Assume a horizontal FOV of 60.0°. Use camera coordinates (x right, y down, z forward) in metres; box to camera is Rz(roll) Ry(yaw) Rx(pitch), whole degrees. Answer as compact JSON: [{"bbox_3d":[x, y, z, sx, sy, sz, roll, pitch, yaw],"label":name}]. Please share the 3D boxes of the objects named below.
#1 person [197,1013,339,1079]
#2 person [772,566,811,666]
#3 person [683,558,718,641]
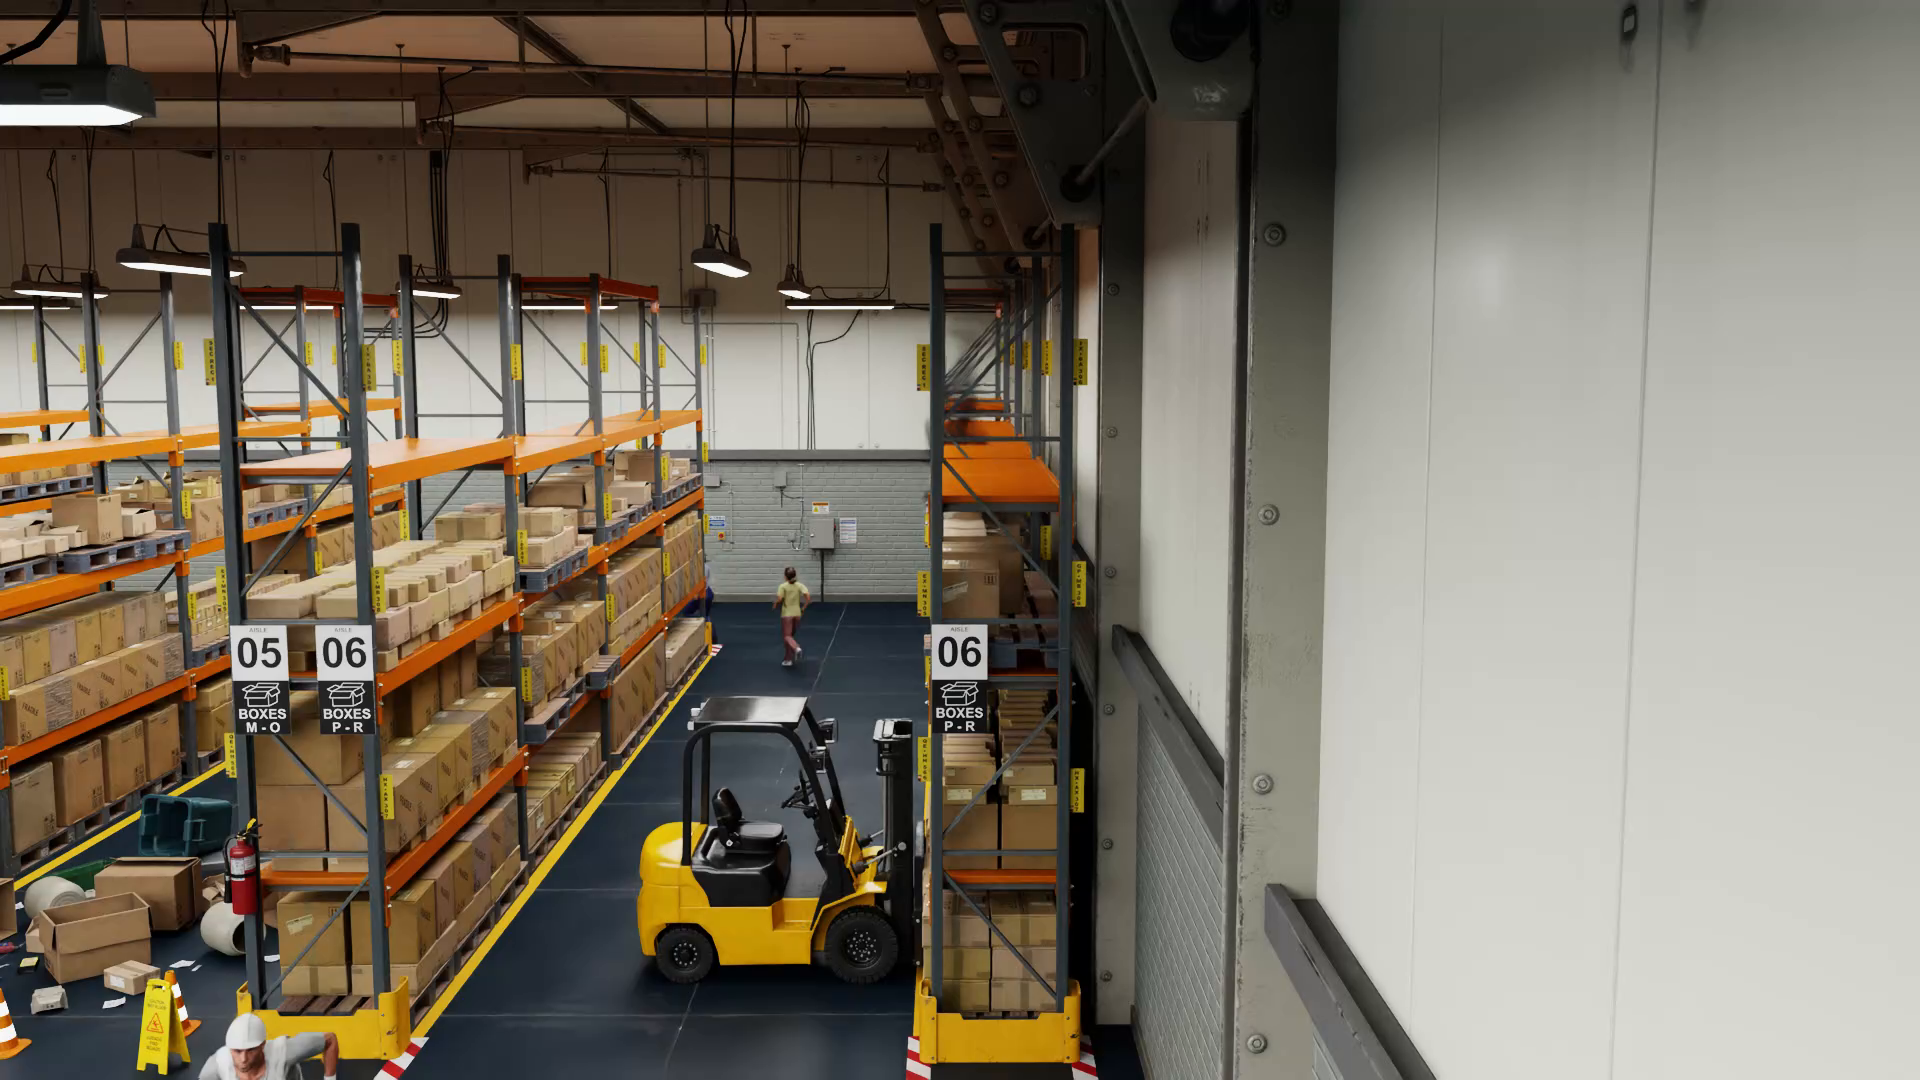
[{"bbox_3d":[-3.773,3.285,9.161,0.707,1.675,1.008,-1,7,-8],"label":"person"},{"bbox_3d":[-2.668,1.255,26.670,0.564,1.644,0.813,-4,8,-31],"label":"person"},{"bbox_3d":[-4.555,0.990,29.004,0.667,1.590,0.584,2,7,18],"label":"person"}]
